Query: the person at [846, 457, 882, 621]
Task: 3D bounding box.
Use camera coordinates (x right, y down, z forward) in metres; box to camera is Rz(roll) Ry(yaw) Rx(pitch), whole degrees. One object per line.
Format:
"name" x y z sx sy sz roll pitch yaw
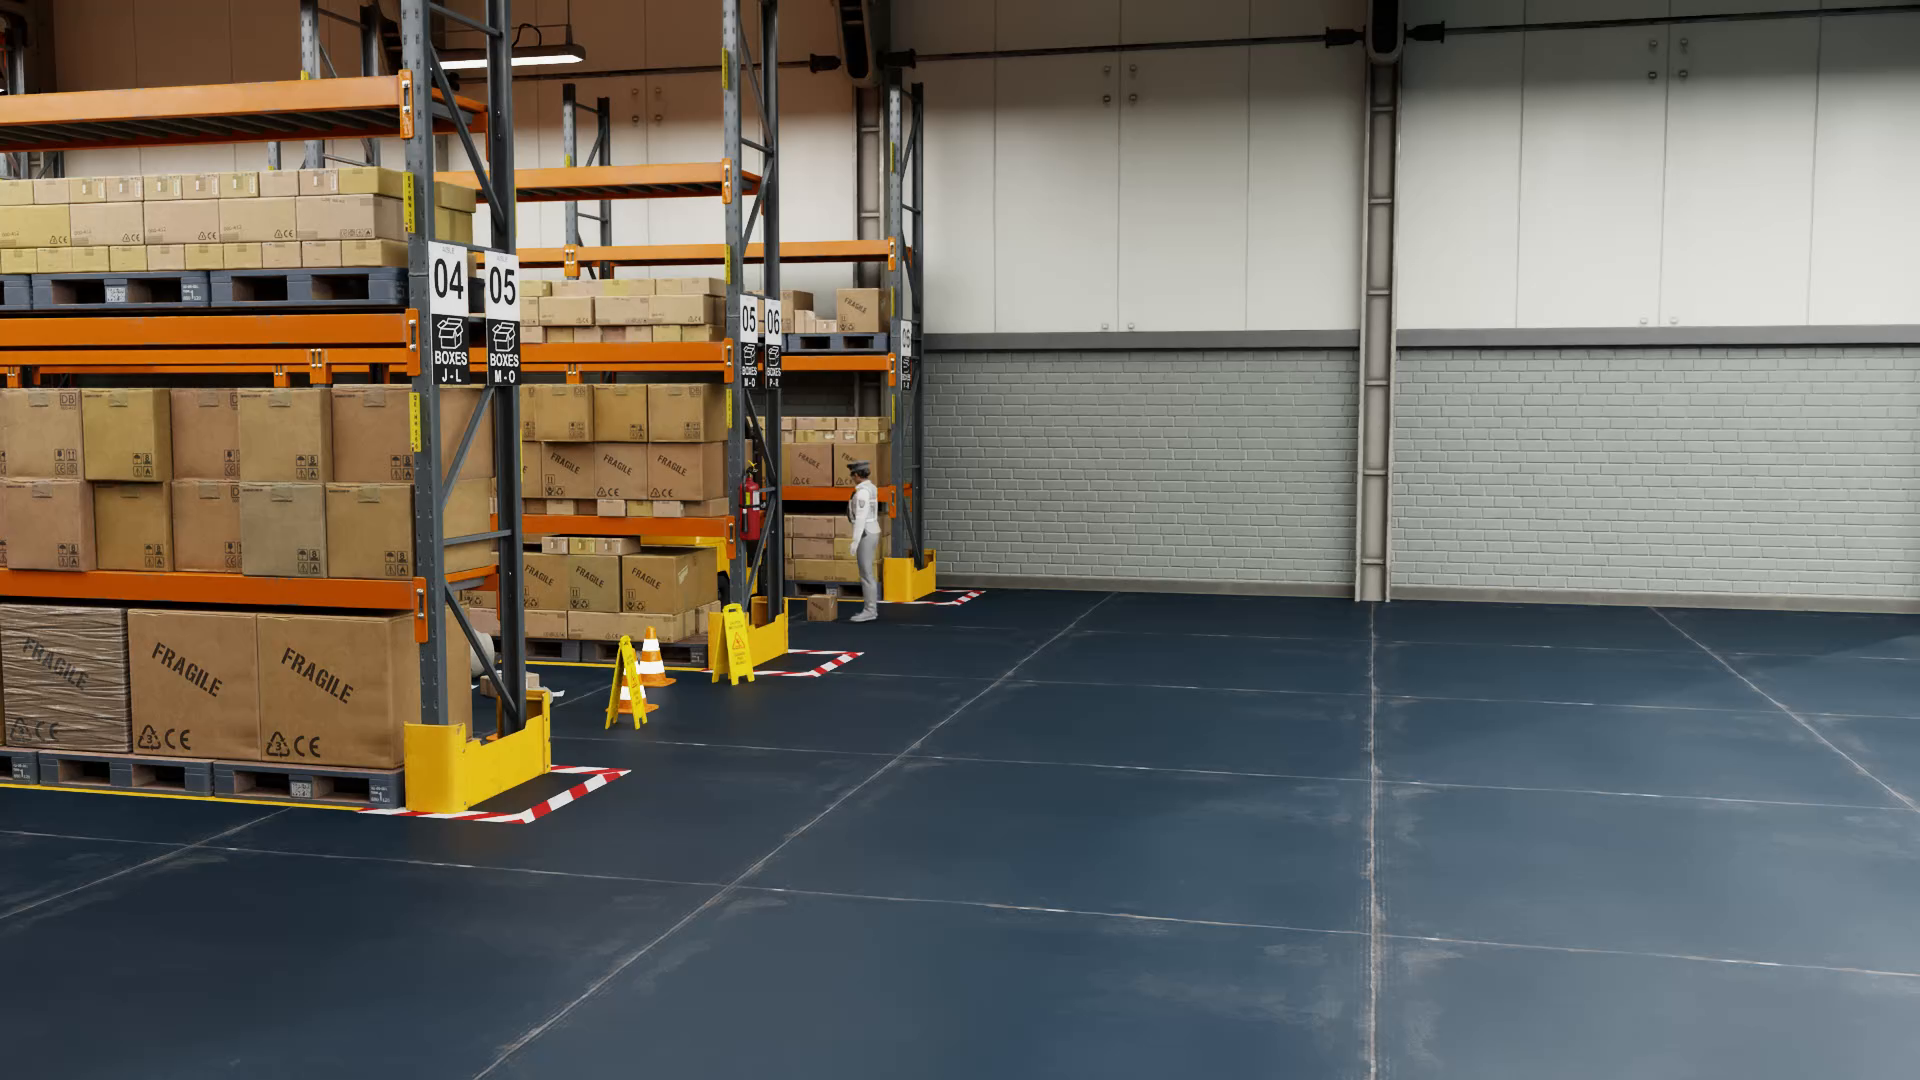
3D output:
"person" -0.995 -0.014 17.308 0.371 1.693 0.492 1 5 15
